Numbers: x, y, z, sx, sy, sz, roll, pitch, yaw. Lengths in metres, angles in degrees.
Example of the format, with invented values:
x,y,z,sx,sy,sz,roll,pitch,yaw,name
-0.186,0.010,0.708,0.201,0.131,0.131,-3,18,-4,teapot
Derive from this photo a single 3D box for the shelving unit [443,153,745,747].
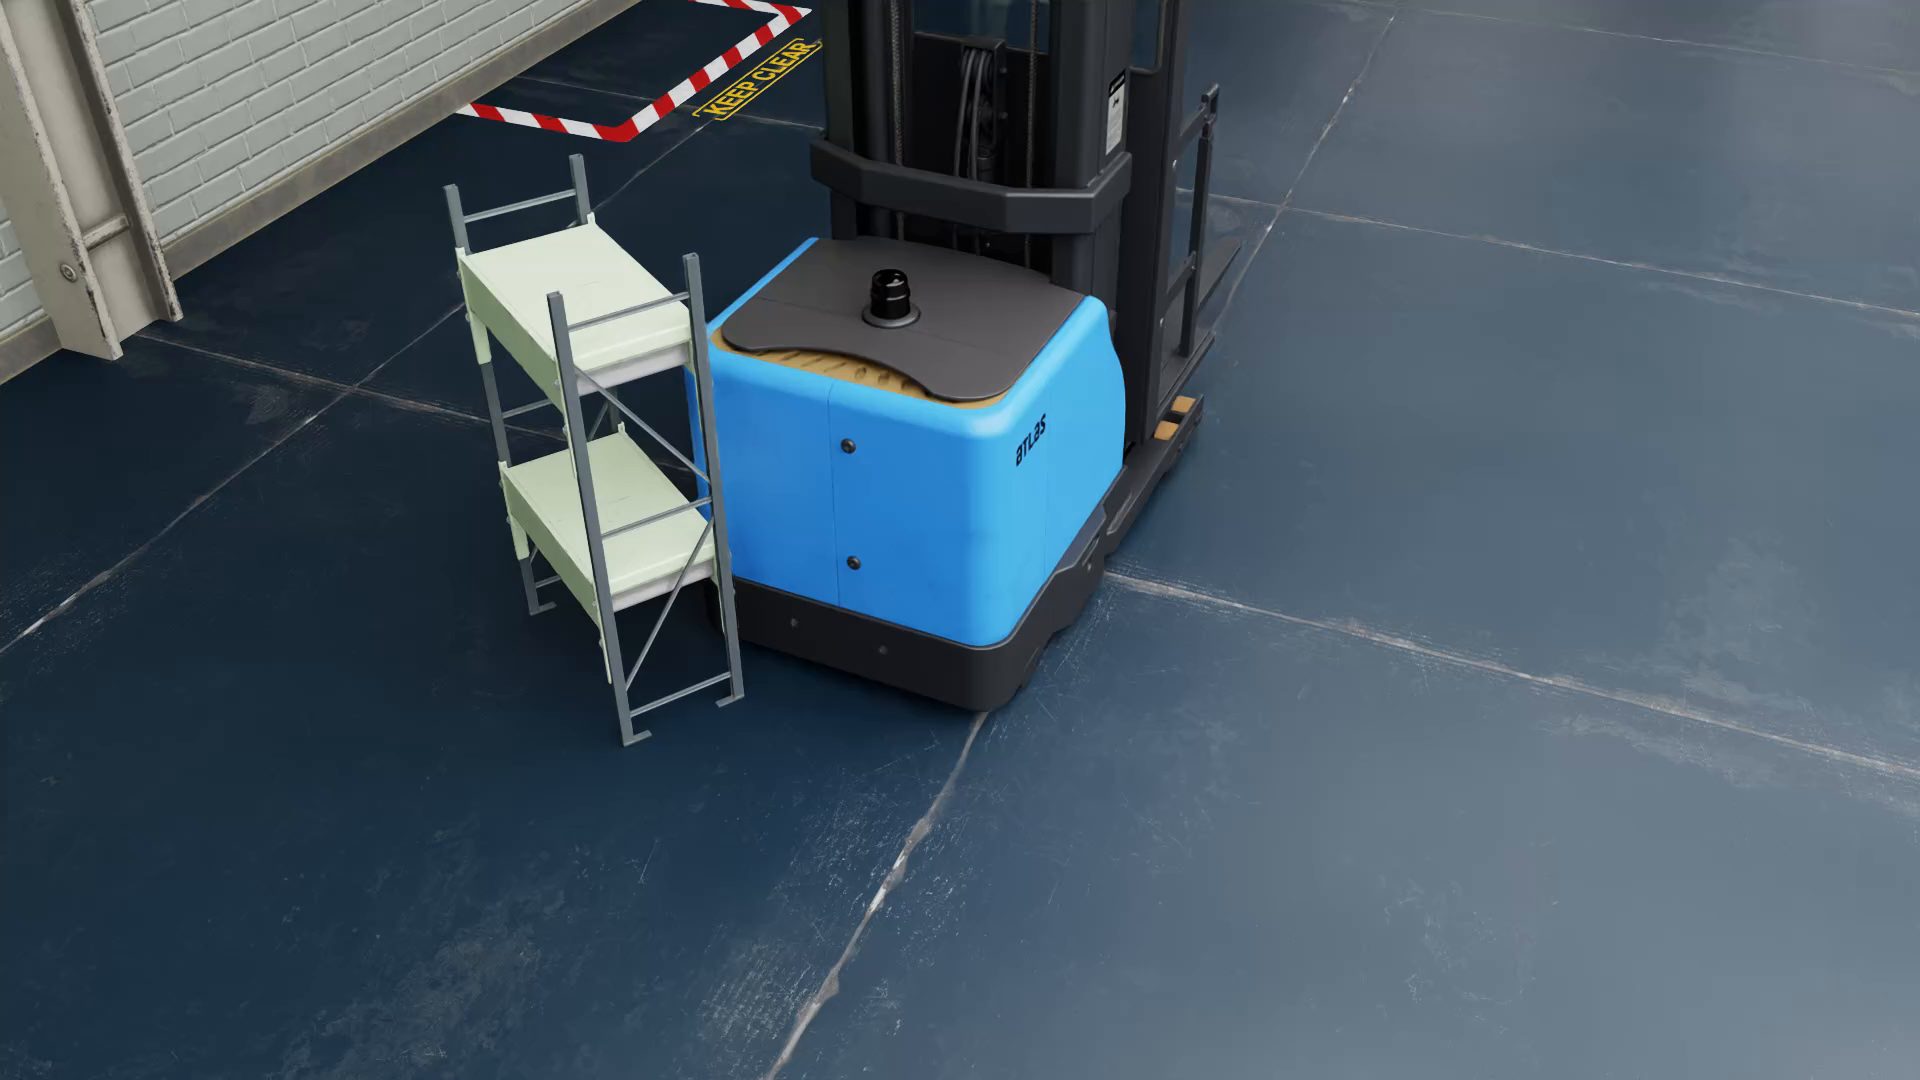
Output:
x,y,z,sx,sy,sz,roll,pitch,yaw,name
-1.036,-0.241,4.819,0.431,1.500,0.755,-22,42,-26,shelving unit

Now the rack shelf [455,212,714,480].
x,y,z,sx,sy,sz,roll,pitch,yaw,name
-1.036,-0.553,4.586,0.431,0.370,0.720,-22,42,-26,rack shelf

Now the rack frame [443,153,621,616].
x,y,z,sx,sy,sz,roll,pitch,yaw,name
-1.238,-0.423,5.064,0.400,1.500,0.023,-22,42,-26,rack frame

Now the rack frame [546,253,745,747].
x,y,z,sx,sy,sz,roll,pitch,yaw,name
-0.834,-0.058,4.575,0.400,1.500,0.023,-22,42,-26,rack frame

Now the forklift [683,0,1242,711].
x,y,z,sx,sy,sz,roll,pitch,yaw,name
0.265,-1.542,5.365,1.130,2.935,3.031,15,39,19,forklift

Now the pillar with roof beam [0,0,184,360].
x,y,z,sx,sy,sz,roll,pitch,yaw,name
0.494,-3.494,2.908,9.100,9.000,0.400,14,39,18,pillar with roof beam

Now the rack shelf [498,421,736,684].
x,y,z,sx,sy,sz,roll,pitch,yaw,name
-1.036,0.020,5.014,0.431,0.370,0.720,-22,42,-26,rack shelf
